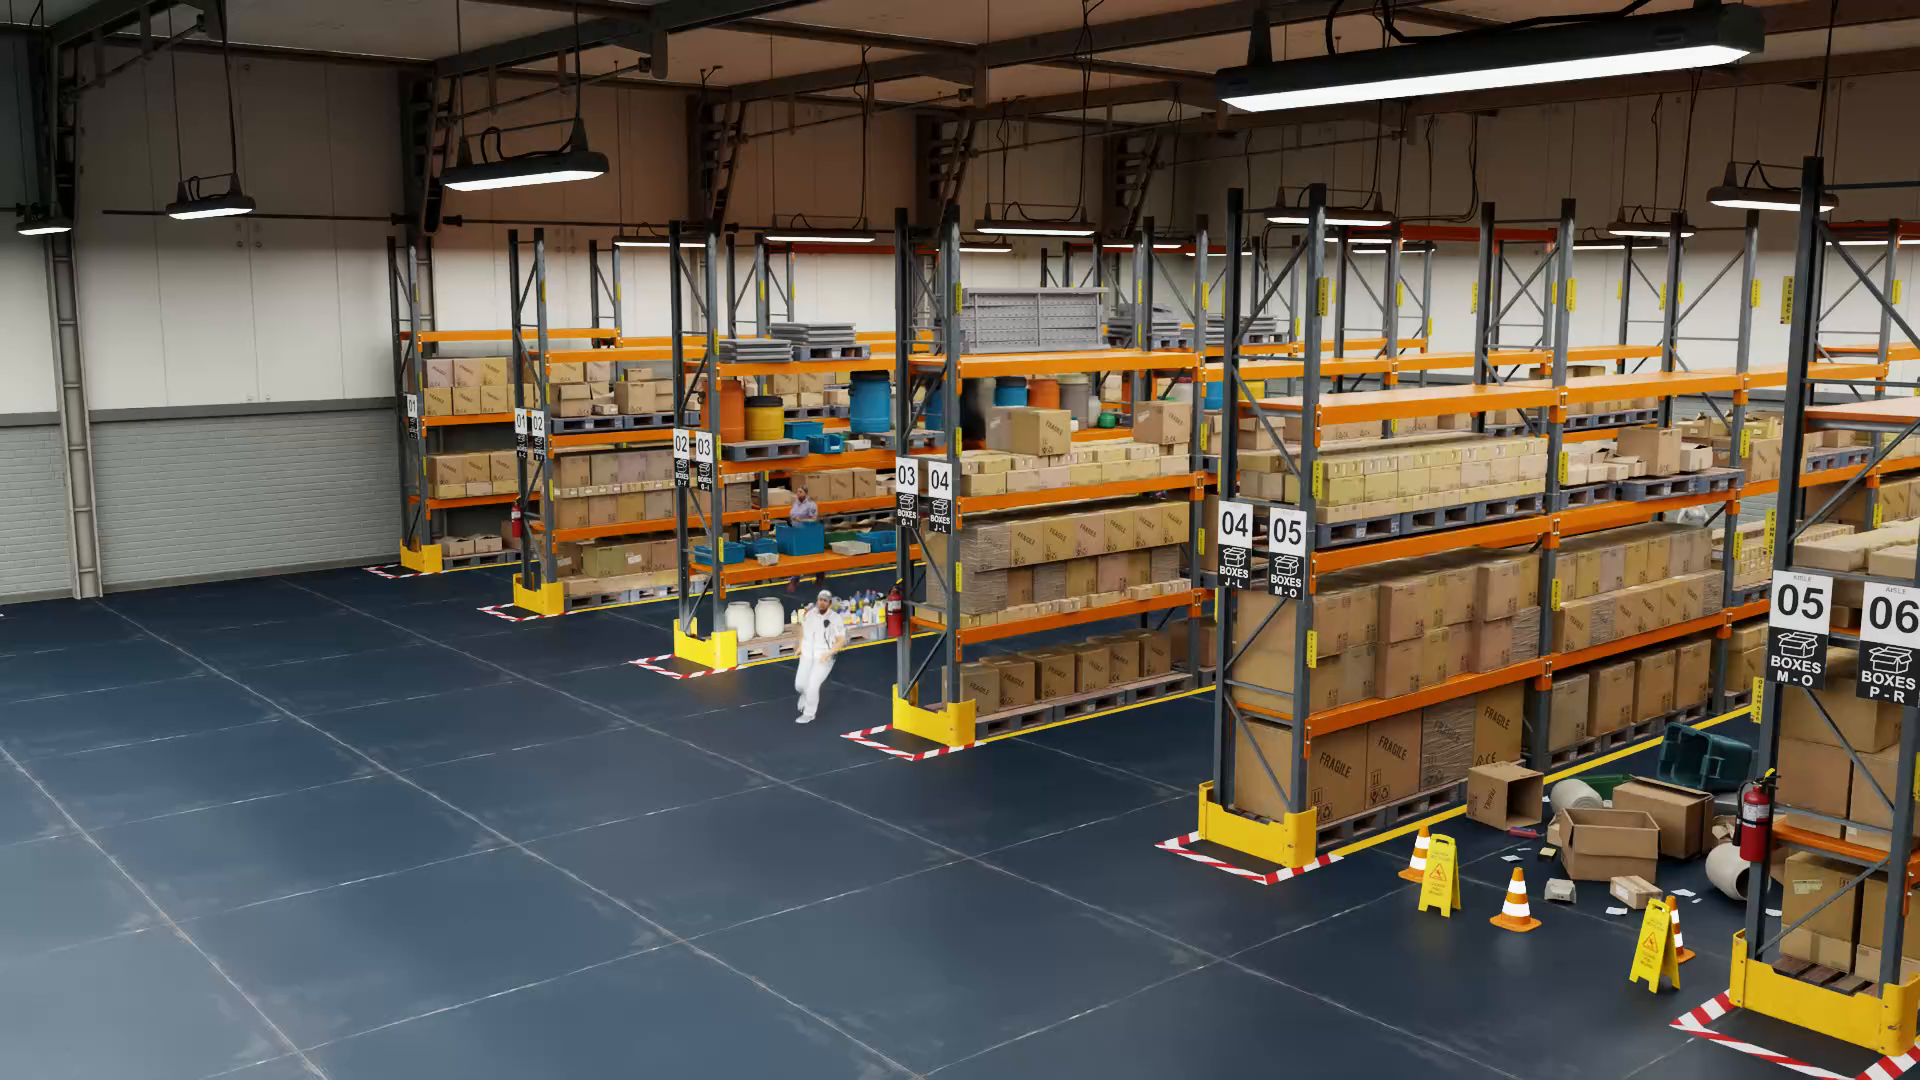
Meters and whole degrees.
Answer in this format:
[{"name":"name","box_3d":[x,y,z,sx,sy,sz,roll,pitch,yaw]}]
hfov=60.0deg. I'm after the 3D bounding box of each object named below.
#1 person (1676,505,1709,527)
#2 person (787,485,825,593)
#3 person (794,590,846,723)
[{"name":"person","box_3d":[12.953,-0.100,29.427,0.576,1.528,0.547,0,9,1]},{"name":"person","box_3d":[-2.484,-0.048,26.644,0.591,1.682,0.839,5,10,28]},{"name":"person","box_3d":[-1.679,1.381,19.624,0.645,1.595,0.512,3,9,17]}]
